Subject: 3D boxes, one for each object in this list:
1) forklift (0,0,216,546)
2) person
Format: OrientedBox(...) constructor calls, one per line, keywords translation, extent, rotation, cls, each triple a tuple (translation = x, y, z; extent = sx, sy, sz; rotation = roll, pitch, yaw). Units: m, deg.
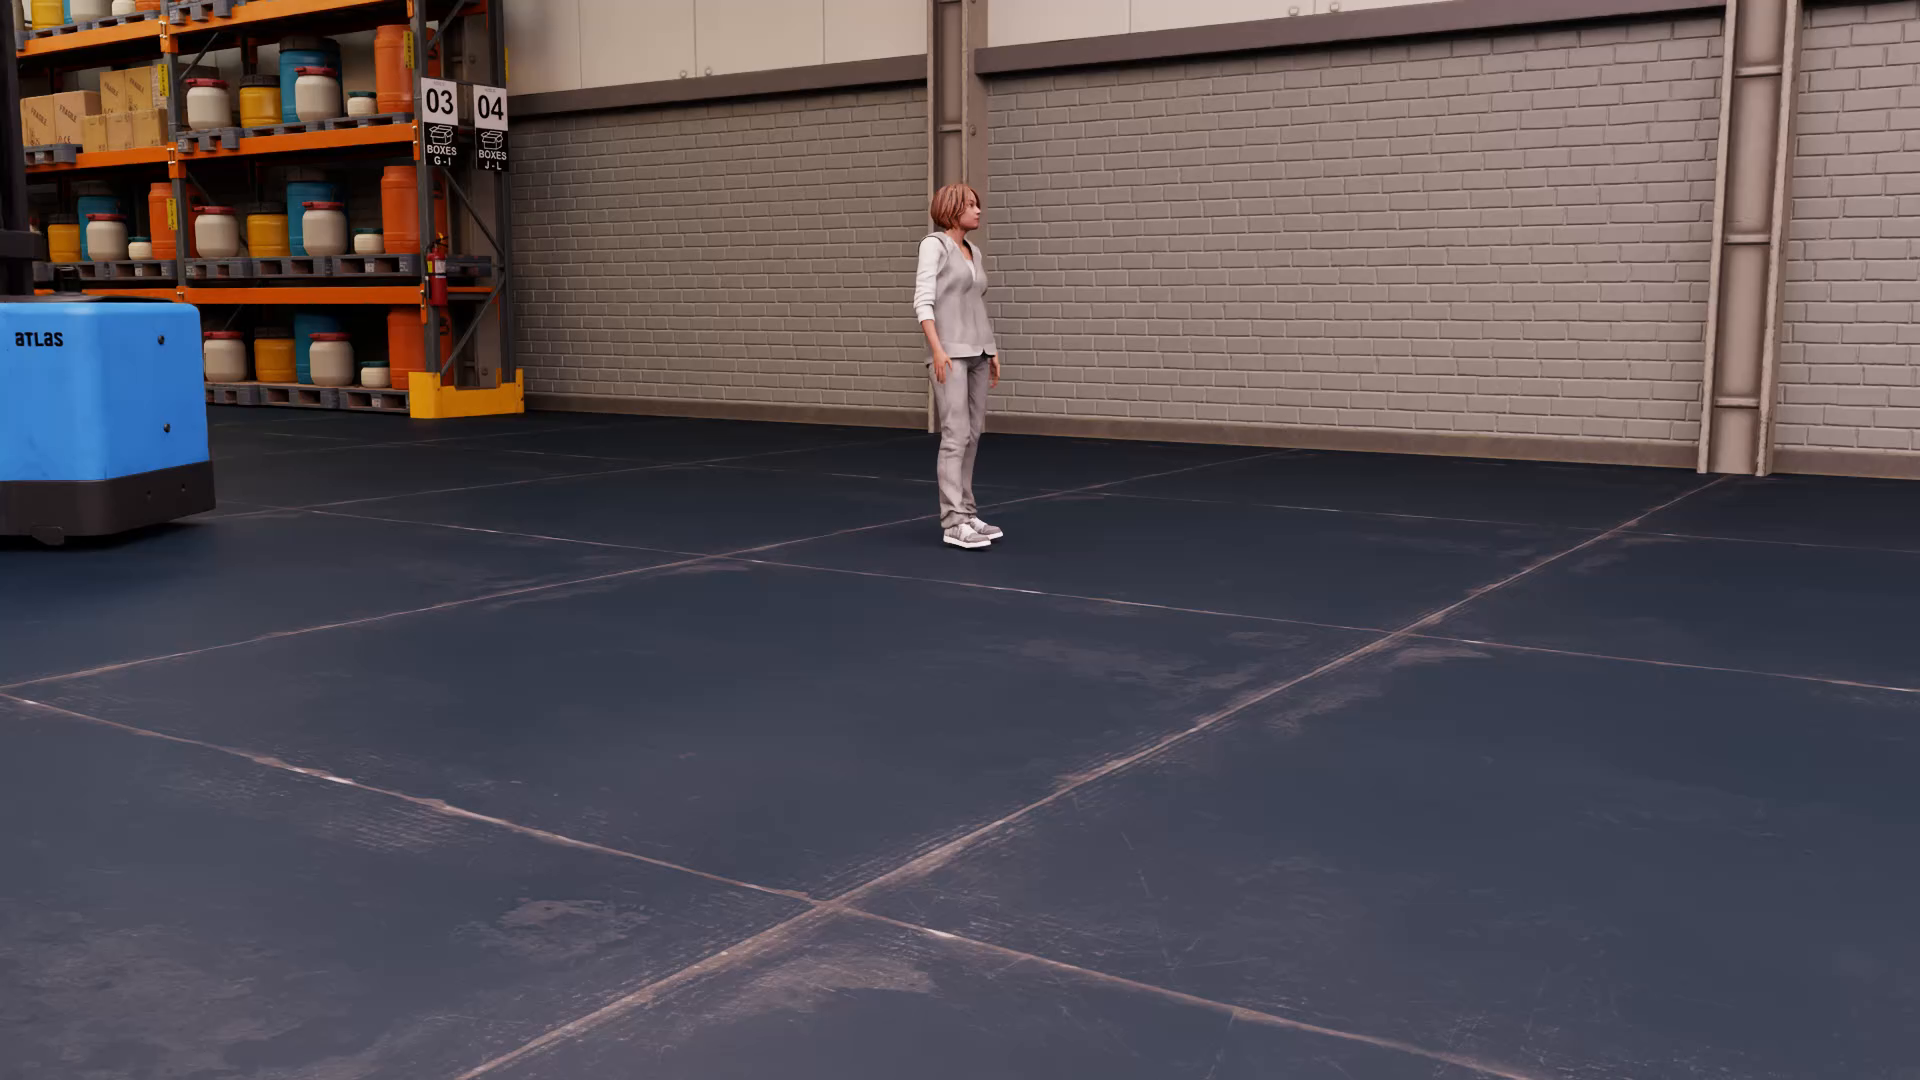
OrientedBox(translation=(-5.189, -1.481, 7.609), extent=(3.031, 2.935, 1.130), rotation=(0, 8, 3), cls="forklift")
OrientedBox(translation=(0.053, -0.791, 7.438), extent=(0.475, 1.597, 0.520), rotation=(5, 10, 34), cls="person")
